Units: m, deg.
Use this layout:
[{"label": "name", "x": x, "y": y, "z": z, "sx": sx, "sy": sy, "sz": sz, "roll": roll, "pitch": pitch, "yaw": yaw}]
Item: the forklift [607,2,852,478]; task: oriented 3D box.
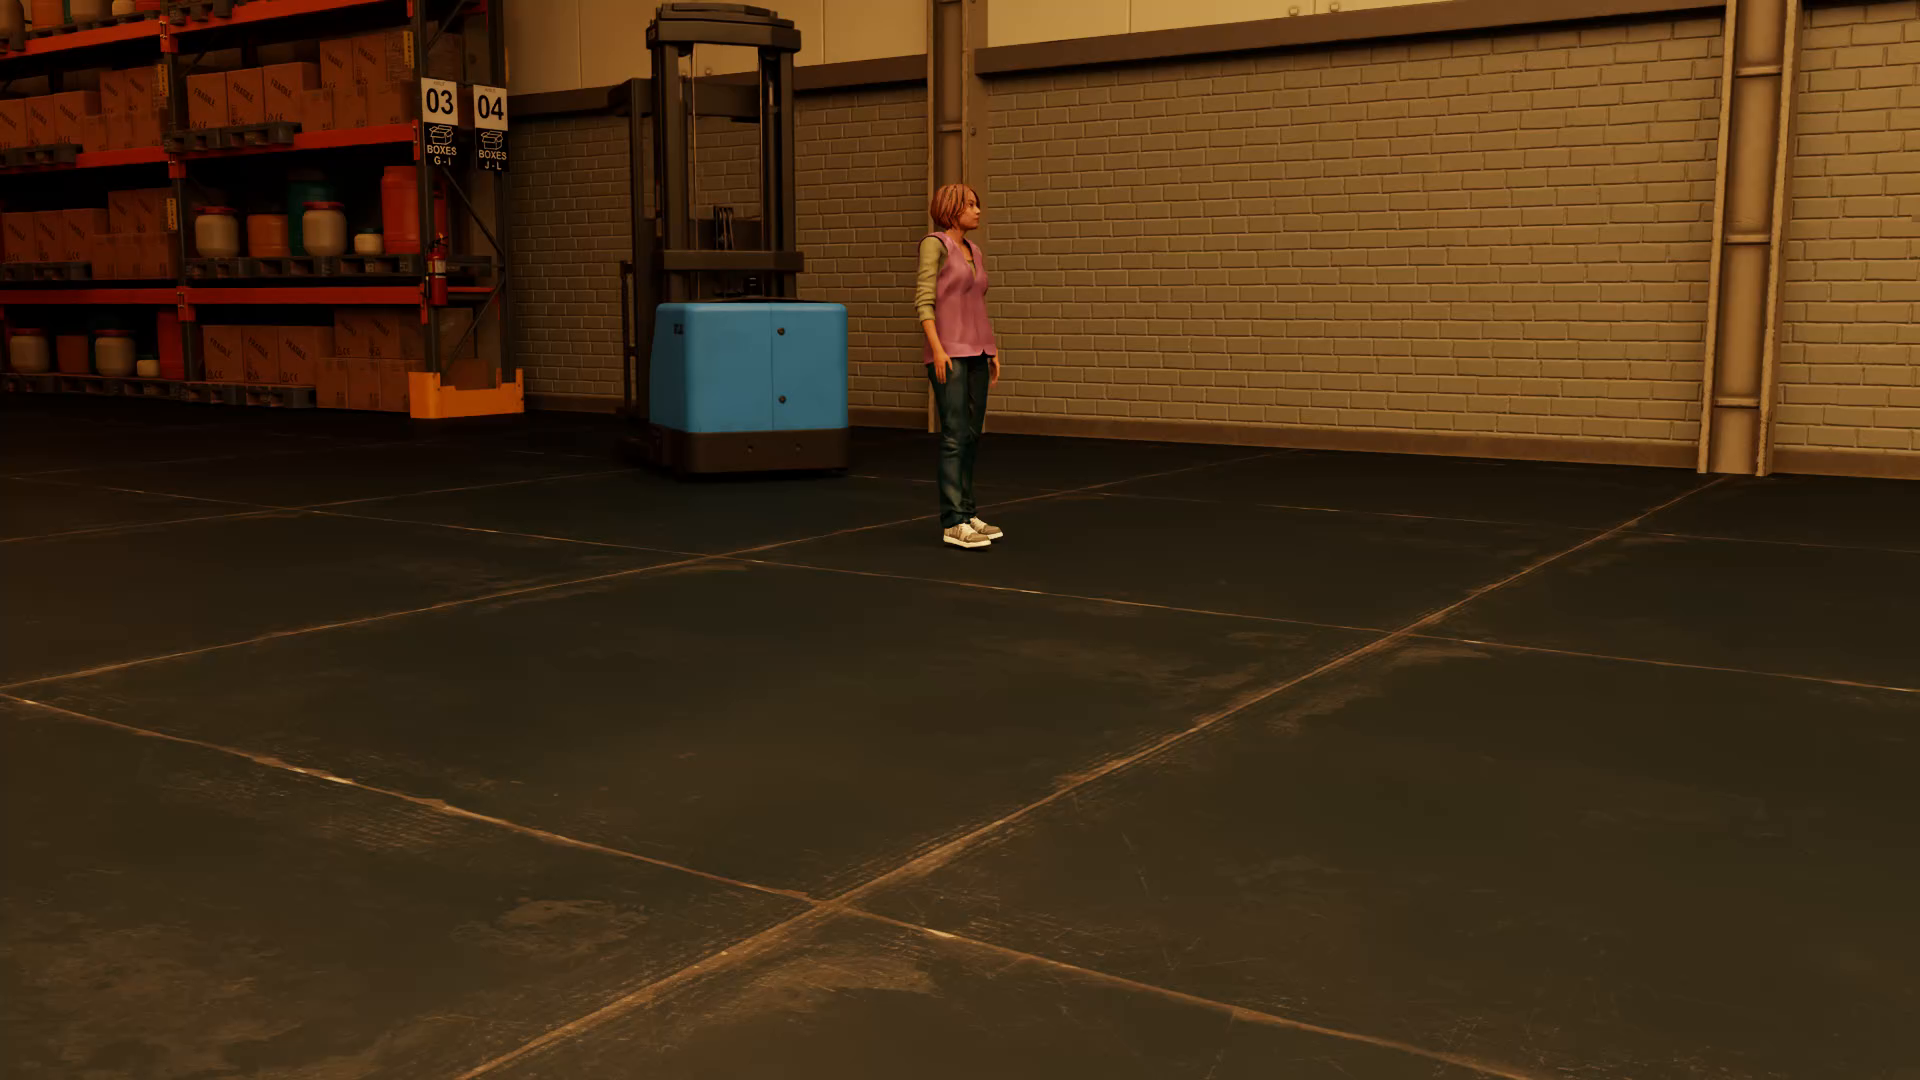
[{"label": "forklift", "x": -1.722, "y": -1.996, "z": 11.227, "sx": 1.130, "sy": 2.935, "sz": 3.031, "roll": -3, "pitch": 9, "yaw": -23}]

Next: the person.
[{"label": "person", "x": 0.054, "y": -0.791, "z": 7.437, "sx": 0.473, "sy": 1.599, "sz": 0.520, "roll": 5, "pitch": 10, "yaw": 34}]
